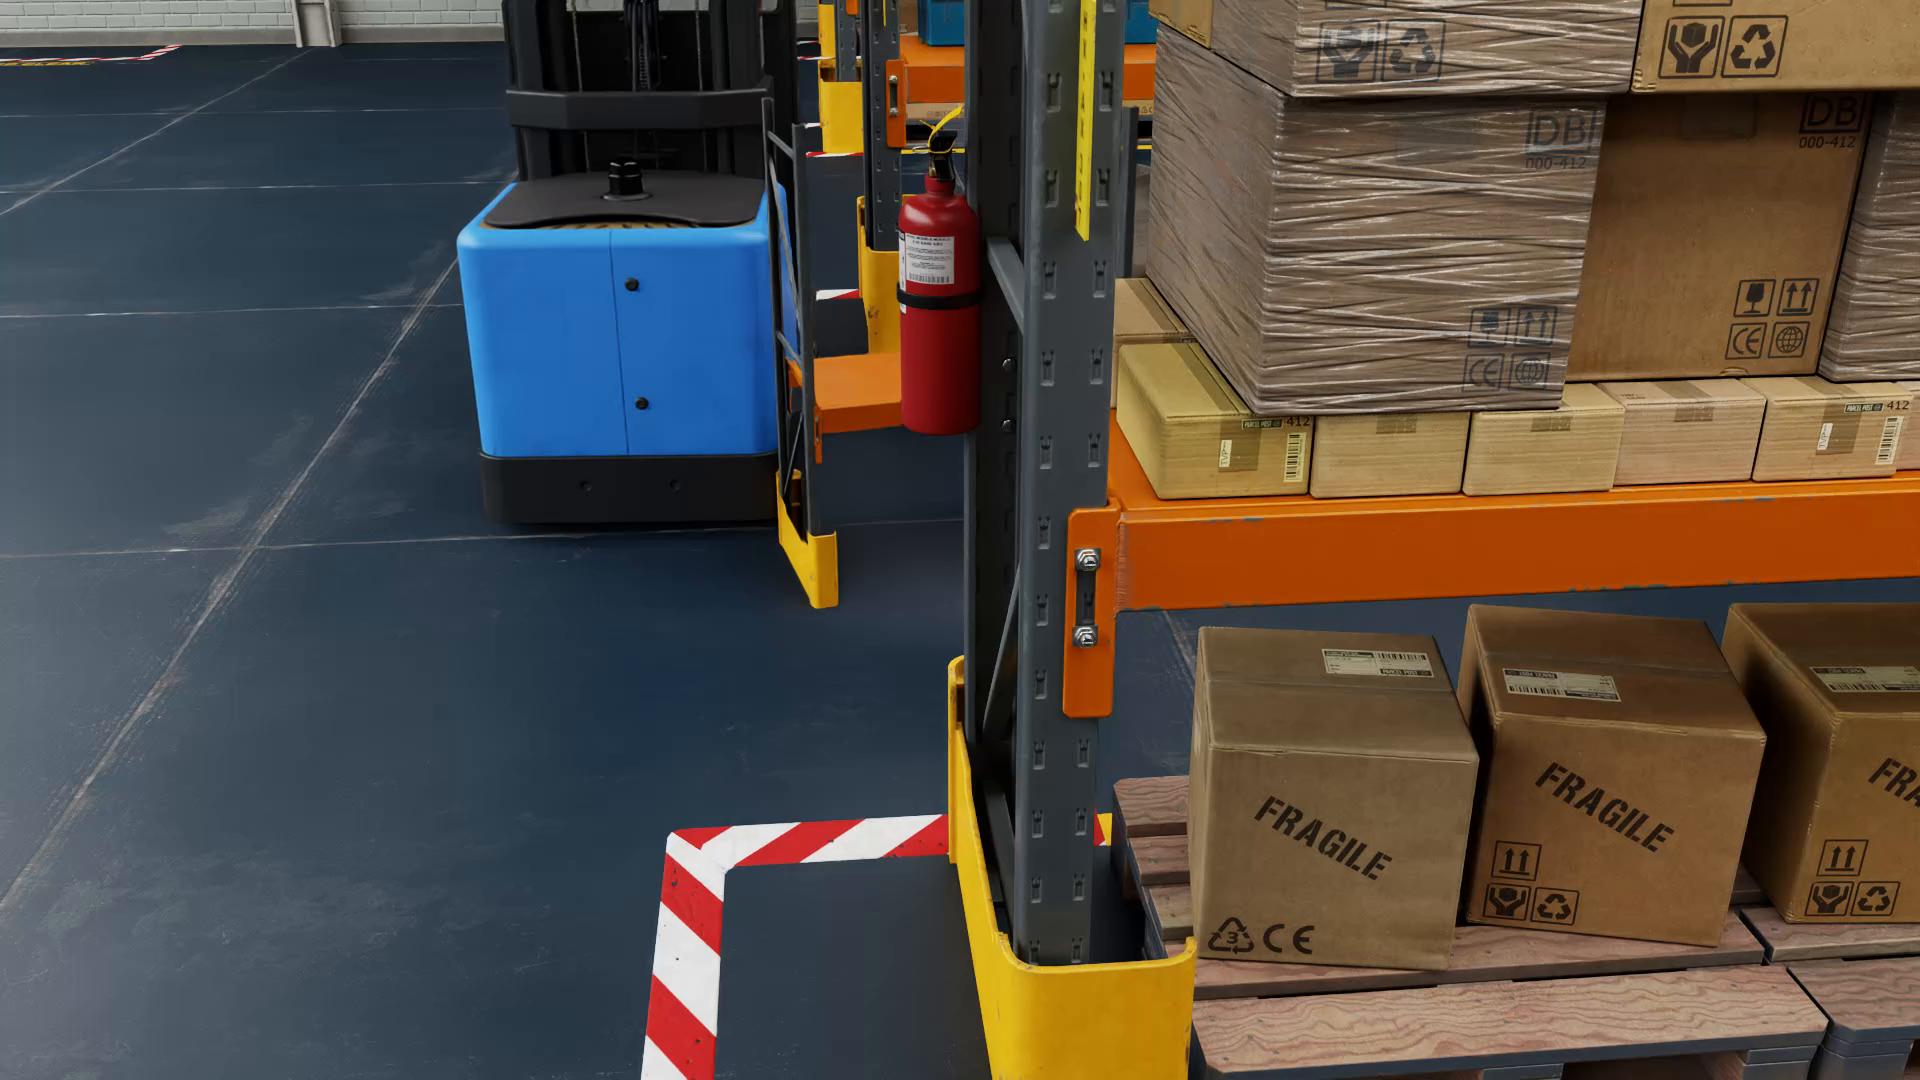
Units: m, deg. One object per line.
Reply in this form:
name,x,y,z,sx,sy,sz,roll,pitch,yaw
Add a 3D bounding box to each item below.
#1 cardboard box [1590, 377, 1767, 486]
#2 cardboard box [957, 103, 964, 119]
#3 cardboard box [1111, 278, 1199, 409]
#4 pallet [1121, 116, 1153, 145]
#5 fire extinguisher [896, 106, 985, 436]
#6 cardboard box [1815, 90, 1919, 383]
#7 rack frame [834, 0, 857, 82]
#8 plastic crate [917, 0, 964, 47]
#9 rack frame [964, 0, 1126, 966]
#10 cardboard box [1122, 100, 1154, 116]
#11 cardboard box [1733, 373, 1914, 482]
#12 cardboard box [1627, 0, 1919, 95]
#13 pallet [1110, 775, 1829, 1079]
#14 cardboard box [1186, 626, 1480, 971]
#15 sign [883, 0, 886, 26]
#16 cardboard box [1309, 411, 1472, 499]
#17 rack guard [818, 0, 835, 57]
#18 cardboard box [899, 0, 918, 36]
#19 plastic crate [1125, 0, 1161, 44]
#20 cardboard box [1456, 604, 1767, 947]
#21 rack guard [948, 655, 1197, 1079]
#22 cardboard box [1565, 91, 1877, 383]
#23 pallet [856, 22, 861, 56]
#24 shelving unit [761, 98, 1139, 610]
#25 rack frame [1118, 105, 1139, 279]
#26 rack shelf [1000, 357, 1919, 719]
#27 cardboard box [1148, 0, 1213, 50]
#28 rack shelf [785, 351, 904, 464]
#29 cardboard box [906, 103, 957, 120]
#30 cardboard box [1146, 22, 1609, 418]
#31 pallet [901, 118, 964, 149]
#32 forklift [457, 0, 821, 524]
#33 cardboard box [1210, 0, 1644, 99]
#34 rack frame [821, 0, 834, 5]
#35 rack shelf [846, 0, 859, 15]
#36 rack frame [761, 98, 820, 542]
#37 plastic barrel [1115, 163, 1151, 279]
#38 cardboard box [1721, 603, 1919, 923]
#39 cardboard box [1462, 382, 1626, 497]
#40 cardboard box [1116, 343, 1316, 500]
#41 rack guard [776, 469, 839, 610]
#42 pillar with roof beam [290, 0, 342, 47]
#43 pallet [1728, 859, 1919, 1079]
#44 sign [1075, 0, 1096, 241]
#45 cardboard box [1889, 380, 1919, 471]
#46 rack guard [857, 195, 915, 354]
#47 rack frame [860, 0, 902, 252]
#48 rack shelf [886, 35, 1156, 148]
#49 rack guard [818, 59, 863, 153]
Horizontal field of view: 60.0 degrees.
cardboard box,1.174,-0.235,2.896,0.250,0.149,0.380,-2,24,-5
cardboard box,0.202,-3.303,12.357,0.500,0.250,0.500,-2,24,-5
cardboard box,0.383,-0.391,3.245,0.250,0.149,0.380,-2,24,-5
pallet,1.118,-3.236,12.769,1.213,0.211,1.003,-2,24,-5
fire extinguisher,-0.040,-0.557,3.405,0.183,0.674,0.296,-2,24,-5
cardboard box,1.657,-0.674,3.084,0.500,0.500,0.875,-2,24,-5
rack frame,-0.850,-4.415,11.989,0.127,3.000,1.000,-2,24,-5
plastic crate,0.101,-2.486,7.832,0.616,0.251,0.499,-2,24,-5
rack frame,0.120,-0.411,2.981,0.127,3.000,1.000,-2,24,-5
cardboard box,1.198,-3.341,12.442,0.500,0.250,0.500,-2,24,-5
cardboard box,1.424,-0.242,2.912,0.250,0.149,0.380,-2,24,-5
cardboard box,1.192,-0.978,2.537,0.500,0.500,0.500,-2,24,-5
pallet,1.007,0.843,3.595,1.213,0.211,1.003,-2,24,-5
cardboard box,0.743,0.522,3.444,0.500,0.500,0.500,2,24,5
sign,-0.317,-2.316,6.928,0.005,0.325,0.100,-2,24,-5
cardboard box,0.677,-0.213,2.845,0.250,0.149,0.380,-2,24,-5
rack guard,-1.265,-5.278,17.008,0.348,0.500,1.175,-2,24,-5
cardboard box,-0.346,-3.835,12.629,0.500,0.500,0.500,-2,24,-5
plastic crate,0.748,-2.509,7.885,0.408,0.251,0.499,-2,24,-5
cardboard box,1.334,0.484,3.529,0.500,0.500,0.500,4,24,9
rack guard,0.195,0.729,3.495,0.348,0.500,1.175,-2,24,-5
cardboard box,1.155,-0.671,3.078,0.500,0.500,0.875,-2,24,-5
pallet,-0.453,-5.164,17.108,1.213,0.211,1.003,-2,24,-5
shelving unit,-0.030,-0.642,5.347,1.083,1.500,0.587,-7,25,-16
rack frame,0.448,-0.701,5.481,0.032,1.500,0.500,-7,25,-16
rack shelf,2.110,-0.162,3.306,4.000,0.370,1.077,-2,24,-5
cardboard box,0.643,-1.171,2.971,0.500,0.500,0.500,-2,24,-5
rack shelf,-0.038,-0.476,5.418,1.000,0.185,0.538,-7,25,-16
cardboard box,-0.295,-3.282,12.309,0.500,0.250,0.500,-2,24,-5
cardboard box,0.670,-0.603,2.924,0.500,0.500,0.875,-2,24,-5
pallet,-0.093,-3.188,12.663,1.213,0.211,1.003,-2,24,-5
forklift,-1.169,-1.949,6.527,1.130,2.935,3.031,-1,24,-2
cardboard box,0.694,-0.961,2.498,0.500,0.500,0.500,-2,24,-5
rack frame,-1.341,-6.417,16.494,0.127,3.000,1.000,-2,24,-5
rack shelf,1.140,-4.166,12.315,4.000,0.370,1.077,-2,24,-5
rack frame,-0.524,-0.580,5.208,0.032,1.500,0.500,-7,25,-16
plastic barrel,0.779,-1.545,8.078,0.421,0.512,0.421,0,24,0
cardboard box,1.959,0.467,3.568,0.500,0.500,0.500,0,24,0
cardboard box,0.928,-0.217,2.854,0.250,0.149,0.380,-2,24,-5
cardboard box,0.427,-0.211,2.840,0.250,0.149,0.380,-2,24,-5
rack guard,-0.506,-0.011,5.467,0.087,0.250,0.587,-7,25,-16
pillar with roof beam,-6.277,-7.556,11.671,0.400,9.000,9.100,-2,24,-5
pallet,2.218,0.795,3.701,1.213,0.211,1.003,-2,24,-5
sign,0.173,-0.587,2.311,0.005,0.325,0.100,-2,24,-5
cardboard box,1.670,-0.263,2.959,0.250,0.149,0.380,-2,24,-5
rack guard,-0.296,-1.292,8.042,0.348,0.500,1.175,-2,24,-5
rack frame,-0.367,-2.413,7.485,0.127,3.000,1.000,-2,24,-5
rack shelf,1.623,-2.164,7.810,4.000,0.370,1.077,-2,24,-5
rack guard,-0.874,-3.272,12.495,0.348,0.500,1.175,-2,24,-5
